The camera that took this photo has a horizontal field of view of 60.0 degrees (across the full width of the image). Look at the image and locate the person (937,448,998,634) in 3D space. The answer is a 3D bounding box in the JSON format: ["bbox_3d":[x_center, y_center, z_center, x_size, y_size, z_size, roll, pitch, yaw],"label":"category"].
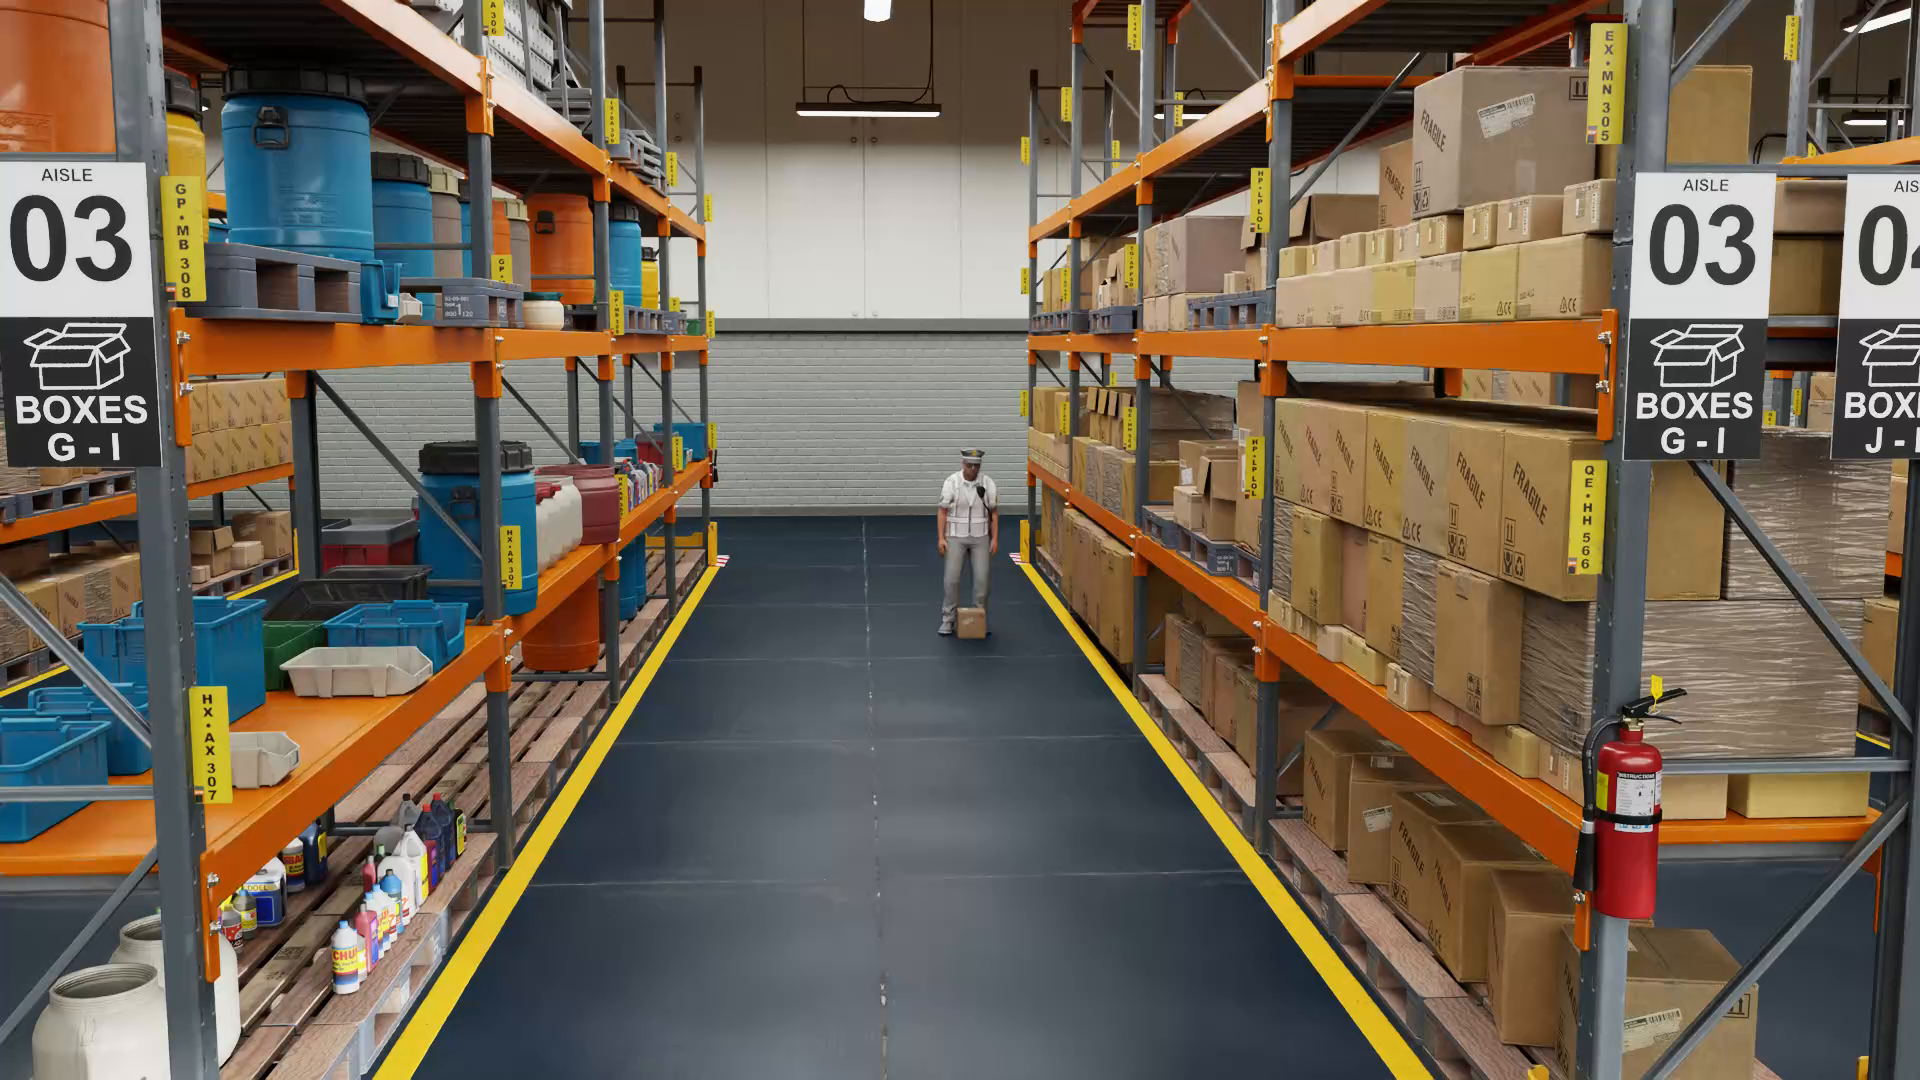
[{"bbox_3d":[0.074,0.000,15.715,0.592,1.746,0.443,-1,7,-7],"label":"person"}]
